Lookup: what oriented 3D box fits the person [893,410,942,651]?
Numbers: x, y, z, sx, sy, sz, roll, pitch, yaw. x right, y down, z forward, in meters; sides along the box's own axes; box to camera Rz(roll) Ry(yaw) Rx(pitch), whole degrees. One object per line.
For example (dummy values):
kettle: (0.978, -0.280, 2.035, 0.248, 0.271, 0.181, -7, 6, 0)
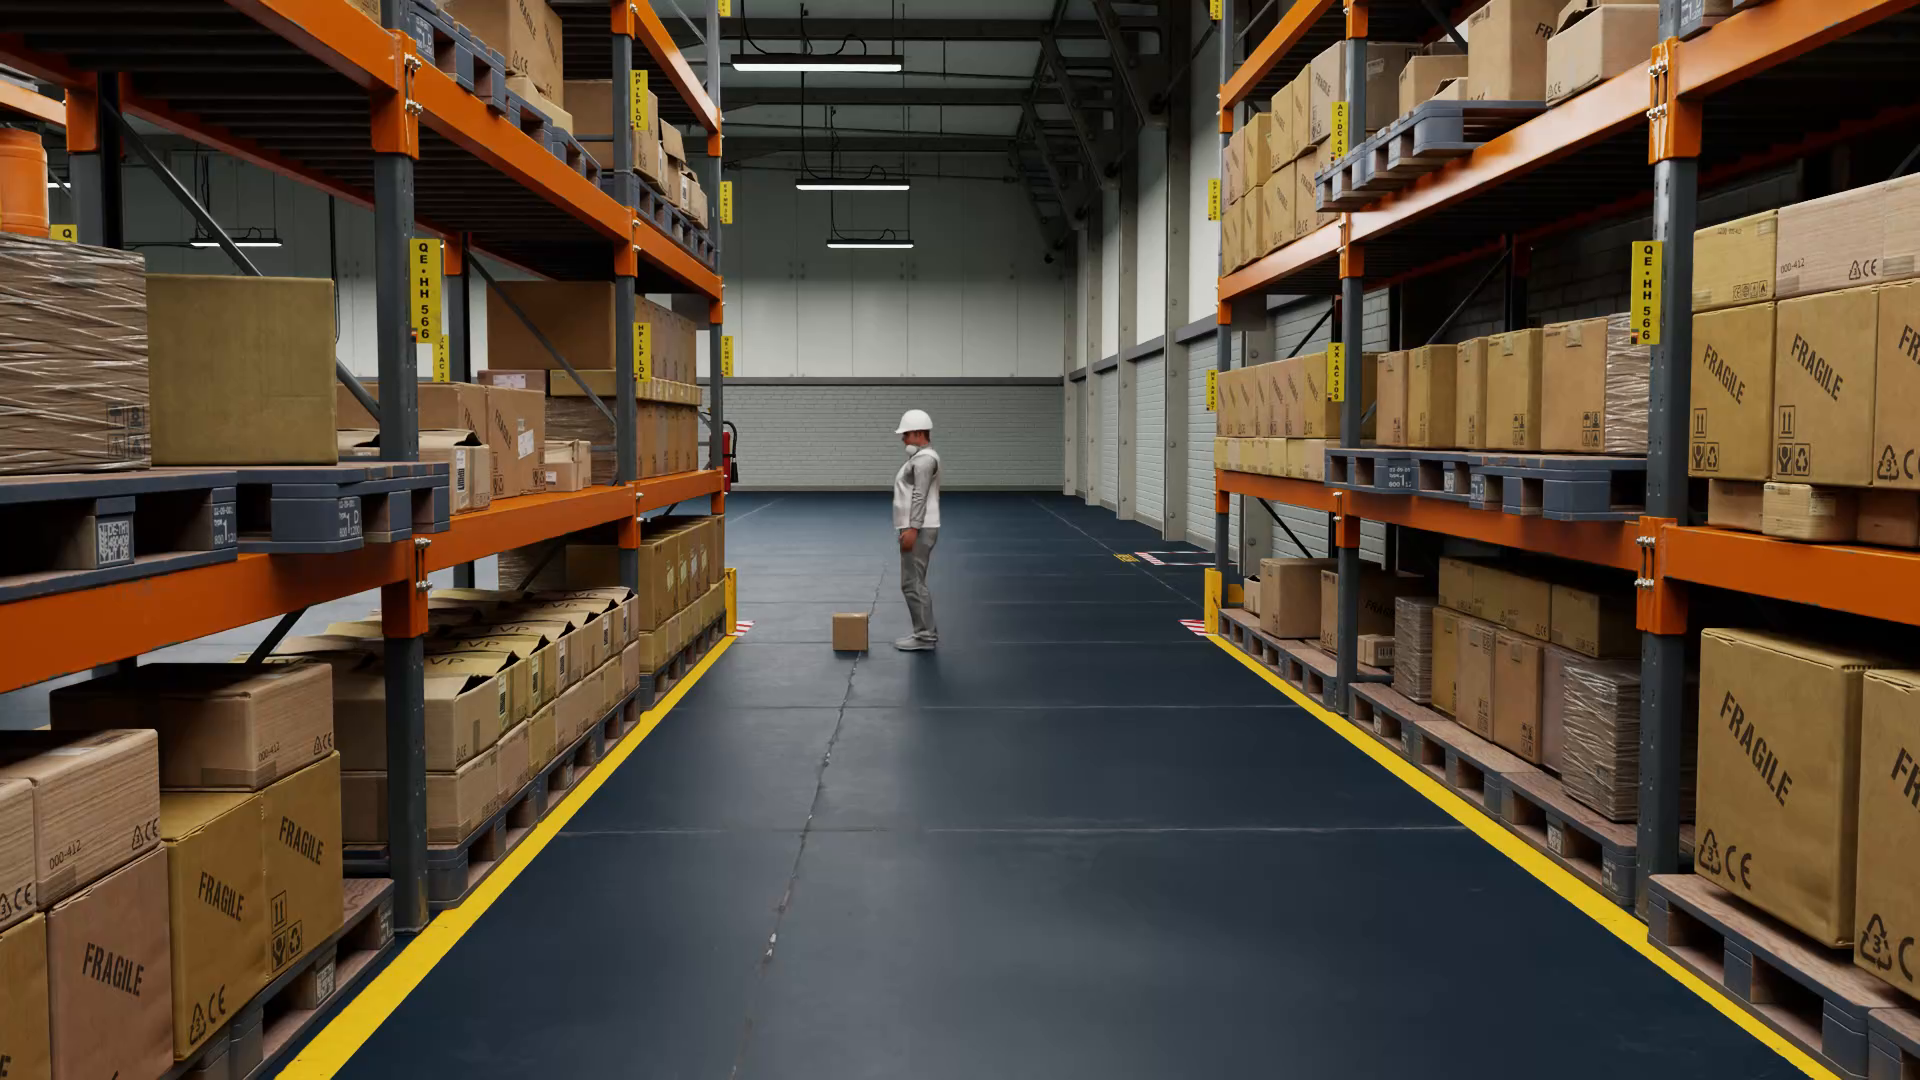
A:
person: (-0.314, -0.074, 12.256, 0.357, 1.764, 0.533, 0, 4, 0)
